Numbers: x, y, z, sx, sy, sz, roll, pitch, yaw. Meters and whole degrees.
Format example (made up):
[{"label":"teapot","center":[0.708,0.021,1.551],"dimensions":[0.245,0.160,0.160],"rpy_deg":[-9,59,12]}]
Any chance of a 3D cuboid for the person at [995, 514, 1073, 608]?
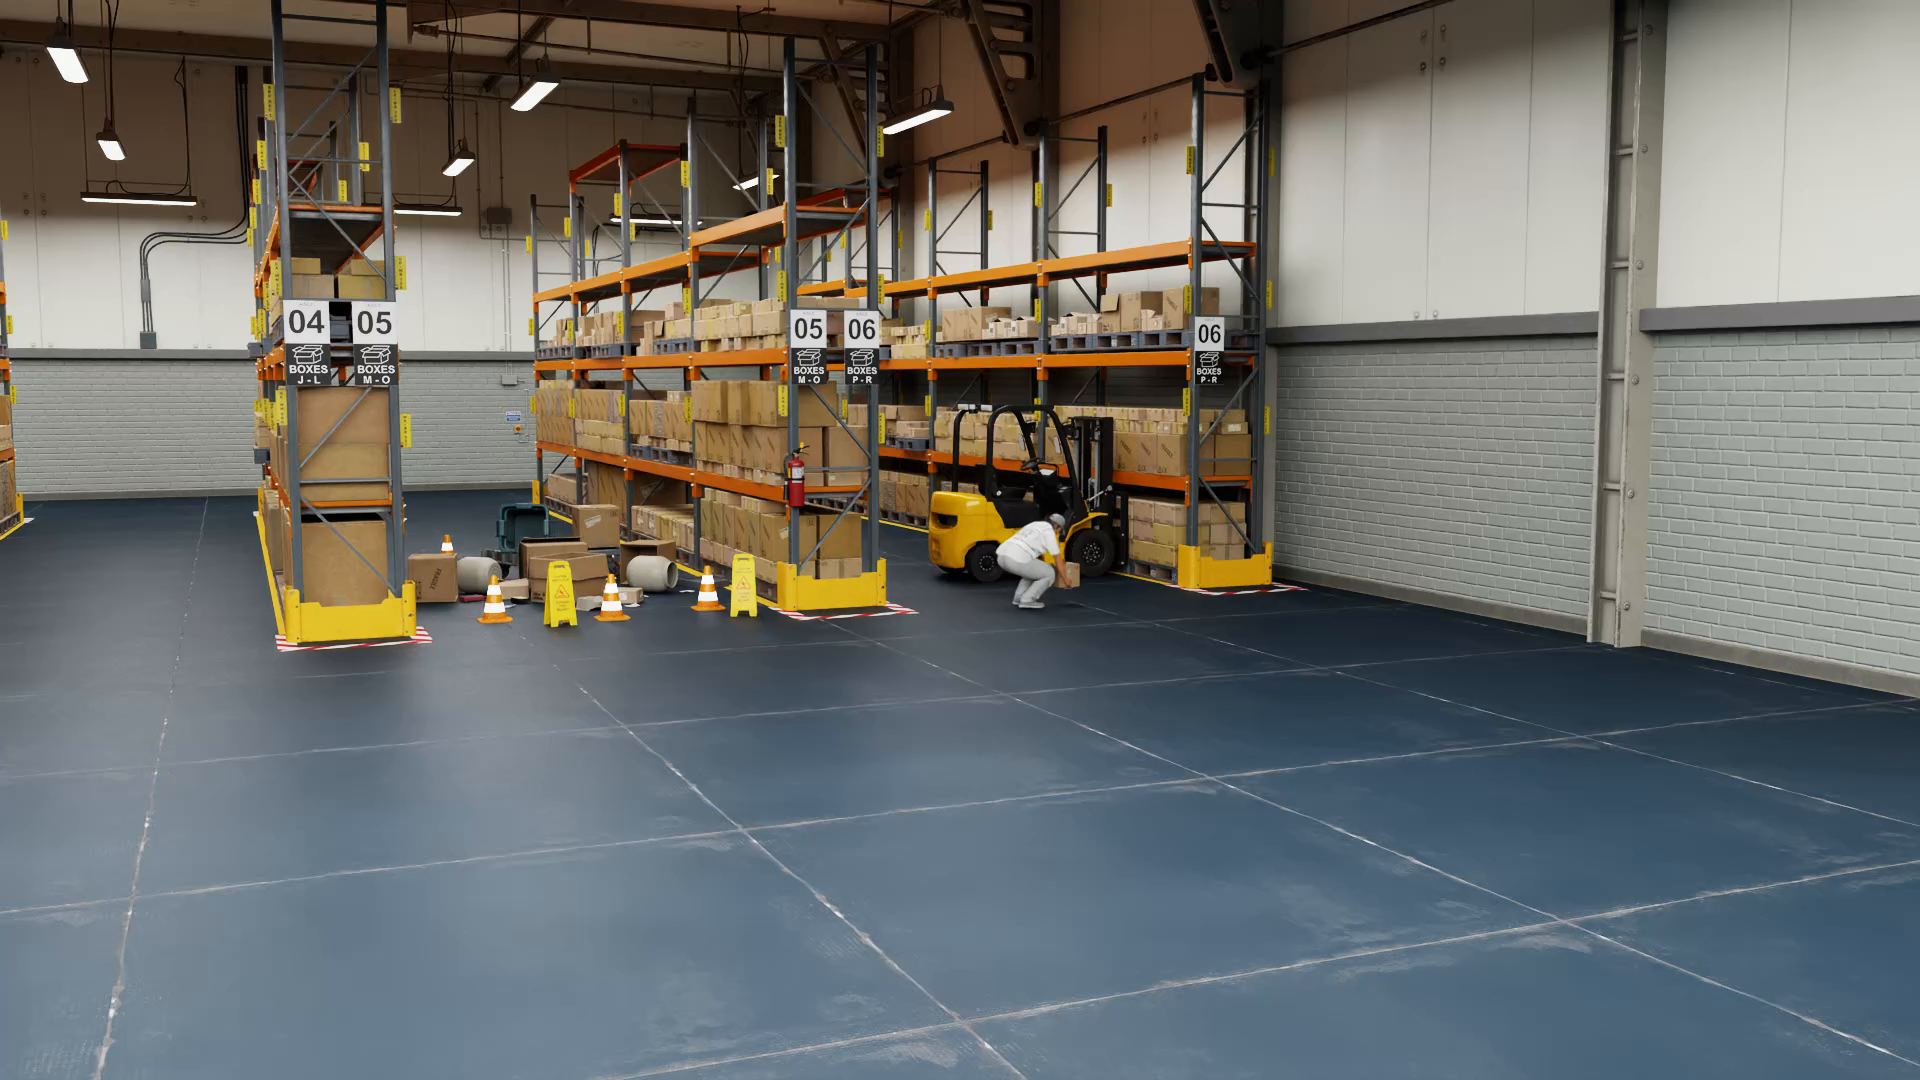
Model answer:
[{"label":"person","center":[0.795,0.226,18.142],"dimensions":[0.835,1.003,0.528],"rpy_deg":[-2,6,-24]}]
